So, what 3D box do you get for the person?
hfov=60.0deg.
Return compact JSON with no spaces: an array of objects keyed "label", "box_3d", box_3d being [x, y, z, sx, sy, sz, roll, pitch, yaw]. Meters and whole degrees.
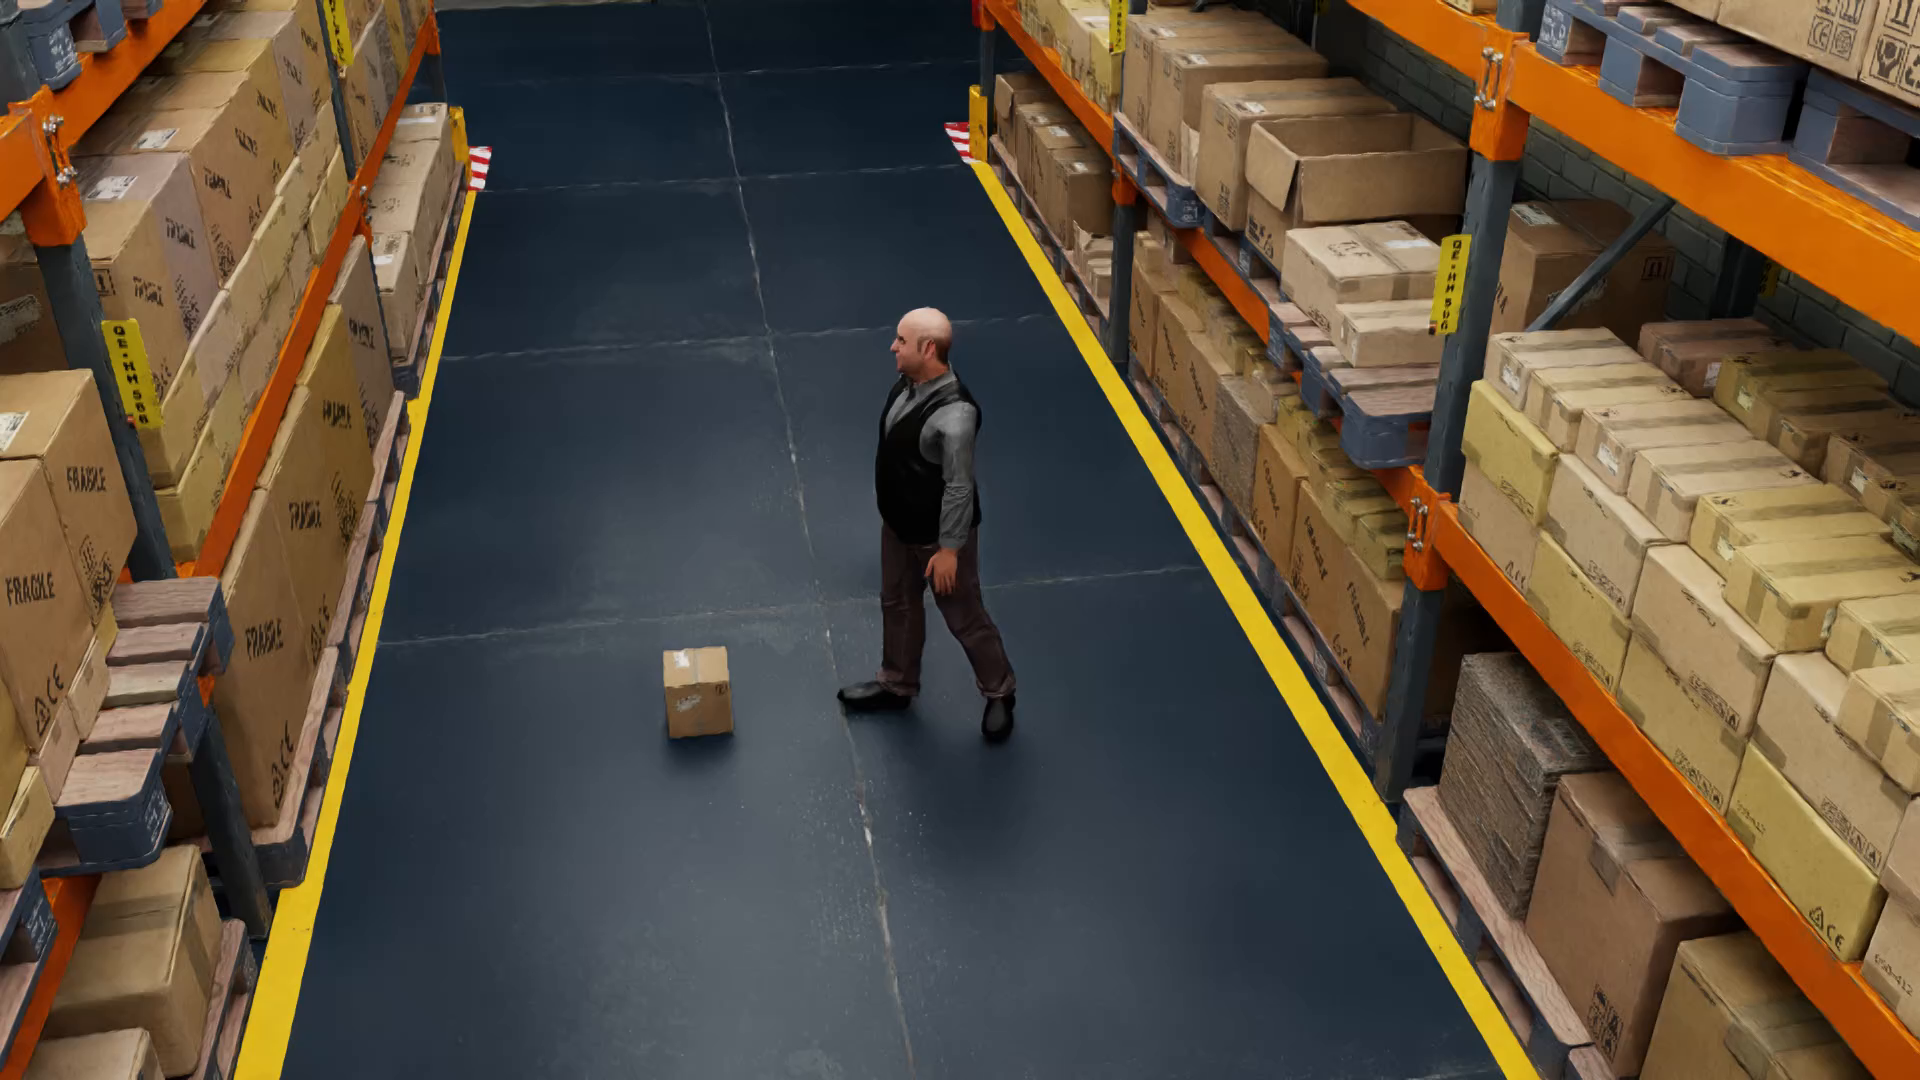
[{"label":"person","box_3d":[-0.139,-0.068,6.280,0.641,1.712,0.745,-14,33,-22]}]
